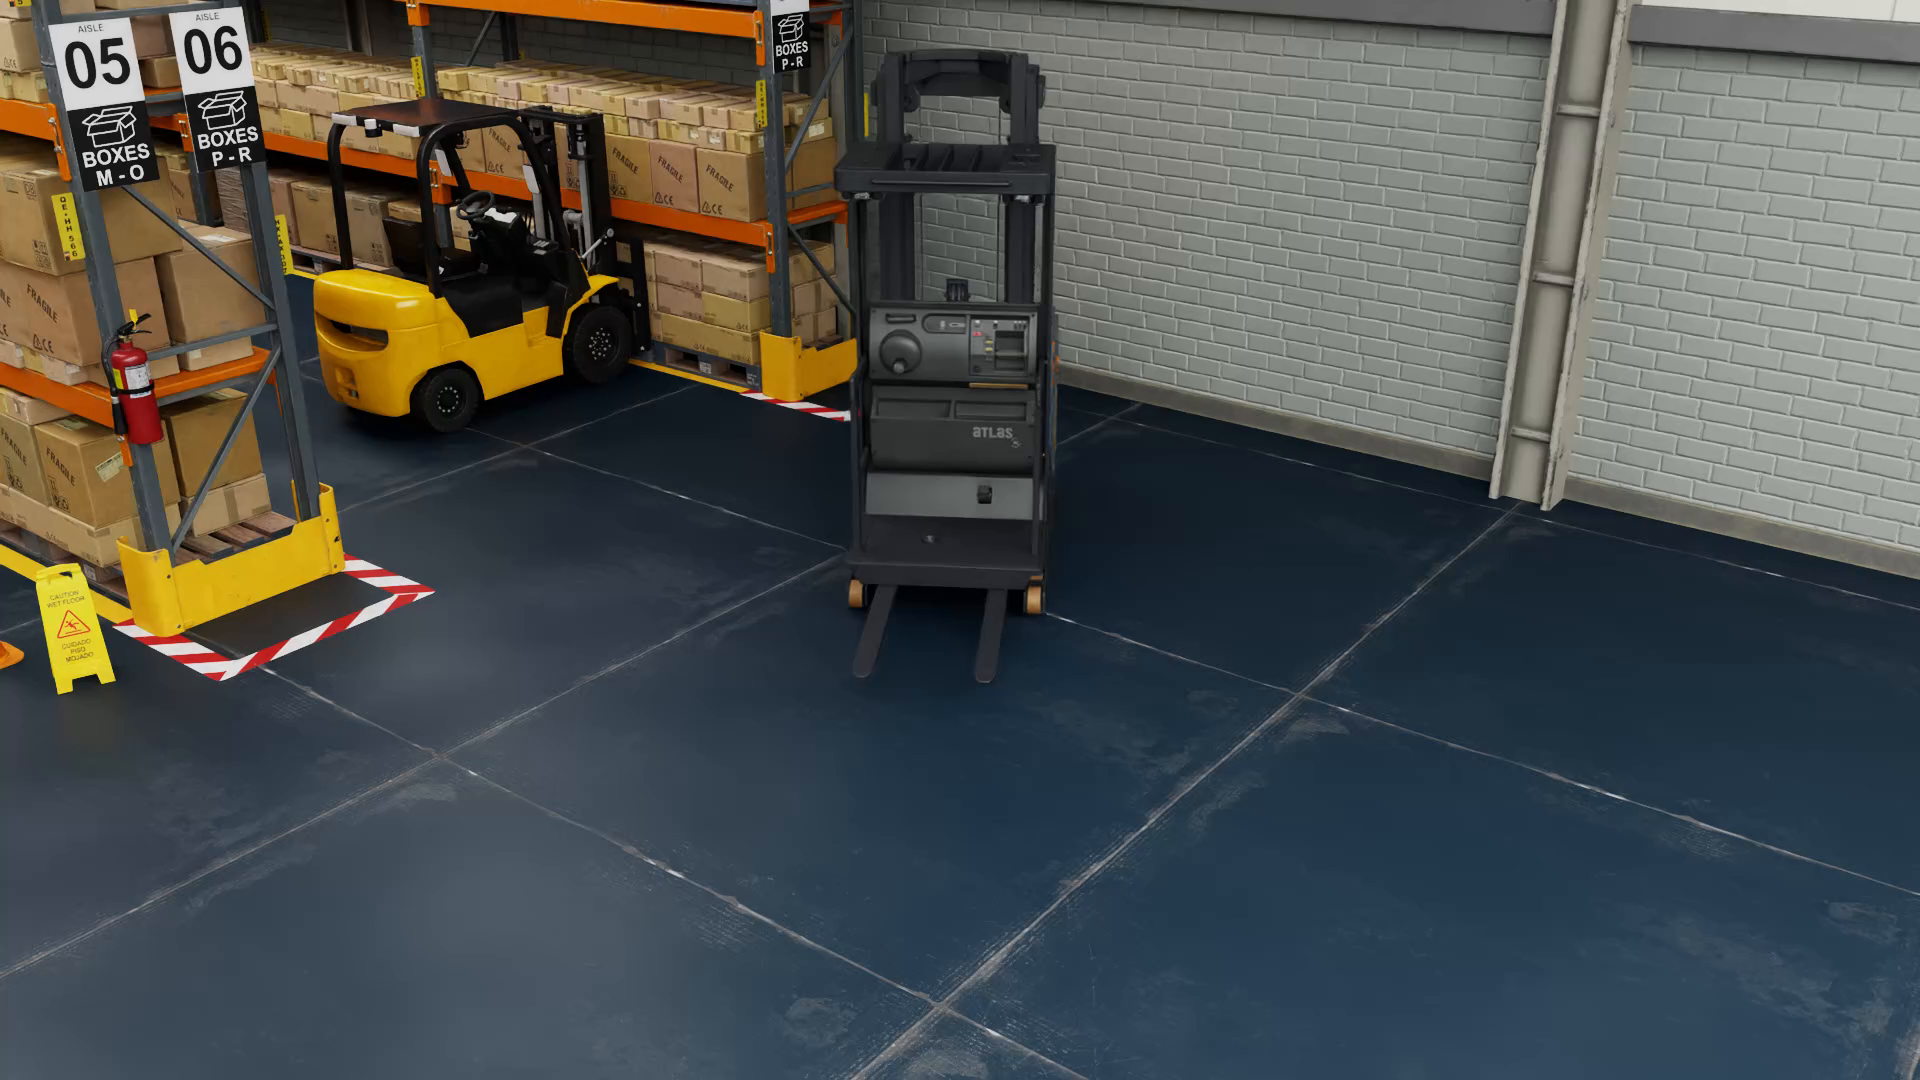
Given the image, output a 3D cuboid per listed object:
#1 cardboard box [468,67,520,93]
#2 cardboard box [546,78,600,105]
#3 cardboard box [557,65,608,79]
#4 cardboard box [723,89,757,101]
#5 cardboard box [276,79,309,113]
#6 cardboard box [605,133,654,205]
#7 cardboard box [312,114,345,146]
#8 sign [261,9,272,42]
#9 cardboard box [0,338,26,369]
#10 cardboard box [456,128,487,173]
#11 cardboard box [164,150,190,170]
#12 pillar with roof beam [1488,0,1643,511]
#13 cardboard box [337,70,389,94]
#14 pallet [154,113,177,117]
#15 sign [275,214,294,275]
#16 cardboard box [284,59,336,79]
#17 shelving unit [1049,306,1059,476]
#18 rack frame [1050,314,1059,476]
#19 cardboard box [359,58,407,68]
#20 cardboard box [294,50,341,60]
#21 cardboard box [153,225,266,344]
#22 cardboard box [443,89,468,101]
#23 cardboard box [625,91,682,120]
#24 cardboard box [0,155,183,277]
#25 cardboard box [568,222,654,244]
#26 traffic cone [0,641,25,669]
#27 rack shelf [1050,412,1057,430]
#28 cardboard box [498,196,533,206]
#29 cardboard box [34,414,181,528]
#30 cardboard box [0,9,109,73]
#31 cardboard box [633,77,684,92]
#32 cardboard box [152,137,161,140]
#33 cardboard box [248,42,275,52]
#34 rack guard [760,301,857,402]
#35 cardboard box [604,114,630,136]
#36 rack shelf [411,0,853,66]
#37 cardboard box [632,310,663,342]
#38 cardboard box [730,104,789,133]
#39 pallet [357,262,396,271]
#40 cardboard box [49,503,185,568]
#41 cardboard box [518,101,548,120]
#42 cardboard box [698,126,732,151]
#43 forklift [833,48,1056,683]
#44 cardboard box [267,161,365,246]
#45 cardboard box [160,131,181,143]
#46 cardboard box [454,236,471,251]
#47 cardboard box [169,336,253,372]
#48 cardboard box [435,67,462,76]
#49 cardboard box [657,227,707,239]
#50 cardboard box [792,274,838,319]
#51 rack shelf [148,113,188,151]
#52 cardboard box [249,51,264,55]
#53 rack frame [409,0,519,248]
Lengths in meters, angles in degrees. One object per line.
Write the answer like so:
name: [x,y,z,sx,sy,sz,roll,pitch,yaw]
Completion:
cardboard box: [-3.926,-3.892,14.065,0.250,0.149,0.380,17,29,34]
cardboard box: [-3.121,-3.634,13.480,0.250,0.149,0.380,17,29,33]
cardboard box: [-3.207,-3.939,14.172,0.250,0.149,0.380,16,28,32]
cardboard box: [-1.626,-3.409,12.970,0.250,0.149,0.380,17,29,34]
cardboard box: [-6.037,-4.186,15.597,0.500,0.250,0.500,17,29,34]
cardboard box: [-2.447,-2.979,13.167,0.500,0.500,0.500,16,29,32]
cardboard box: [-5.622,-3.833,15.414,0.500,0.250,0.500,17,29,34]
sign: [-7.147,-5.291,17.102,0.005,0.325,0.100,17,29,33]
cardboard box: [-5.163,-1.098,9.333,0.250,0.149,0.380,17,29,34]
cardboard box: [-4.078,-3.468,14.277,0.500,0.500,0.500,16,28,32]
cardboard box: [-8.025,-3.964,17.302,0.250,0.149,0.380,15,28,31]
pillar with roof beam: [1.126,-3.011,5.924,0.400,9.000,9.100,17,29,33]
cardboard box: [-5.355,-4.121,14.955,0.250,0.149,0.380,16,28,32]
pallet: [-8.062,-4.635,17.287,1.003,0.211,1.213,17,29,33]
sign: [-3.725,-1.616,9.123,0.005,0.325,0.100,17,29,33]
cardboard box: [-6.094,-4.411,15.614,0.250,0.149,0.380,17,29,33]
shelving unit: [0.498,-0.911,10.829,0.258,1.200,0.189,-1,24,-3]
rack frame: [0.503,-0.874,10.746,0.240,1.200,0.006,-1,24,-3]
cardboard box: [-5.418,-4.436,15.670,0.250,0.149,0.380,17,29,33]
cardboard box: [-6.248,-4.676,16.214,0.250,0.149,0.380,17,29,33]
cardboard box: [-4.263,-1.430,9.283,0.500,0.500,0.500,16,29,33]
cardboard box: [-4.180,-3.795,14.214,0.250,0.149,0.380,16,29,32]
cardboard box: [-2.360,-3.360,12.858,0.250,0.149,0.380,18,29,35]
cardboard box: [-4.590,-1.737,8.739,0.500,0.500,0.700,16,28,32]
cardboard box: [-2.855,-2.414,13.659,0.500,0.250,0.500,16,28,32]
traffic cone: [-5.168,0.429,8.703,0.334,0.463,0.336,17,29,33]
rack shelf: [0.498,-0.760,10.895,0.258,0.103,0.180,-1,24,-3]
cardboard box: [-3.767,-2.949,14.872,0.500,0.250,0.500,17,29,34]
cardboard box: [-4.848,-0.431,9.468,0.500,0.500,0.500,17,29,34]
cardboard box: [-4.621,-2.521,8.349,0.500,0.250,0.500,16,29,33]
cardboard box: [-2.437,-3.659,13.537,0.250,0.149,0.380,17,29,34]
cardboard box: [-8.830,-4.237,17.920,0.250,0.149,0.380,16,29,33]
cardboard box: [-7.096,-4.911,16.746,0.250,0.149,0.380,18,29,35]
rack guard: [-1.057,-1.497,13.028,0.348,0.500,1.175,17,29,33]
cardboard box: [-2.563,-3.285,13.057,0.250,0.149,0.380,17,29,34]
rack shelf: [-2.677,-4.174,13.175,4.000,0.370,1.077,17,29,33]
cardboard box: [-2.429,-1.840,13.594,0.500,0.250,0.500,17,29,34]
cardboard box: [-1.489,-3.144,12.368,0.250,0.149,0.380,17,29,33]
pallet: [-4.890,-2.504,15.670,1.213,0.211,1.003,17,29,33]
cardboard box: [-4.878,-0.093,9.630,0.500,0.250,0.500,17,29,33]
cardboard box: [-3.384,-3.531,13.616,0.250,0.149,0.380,16,29,33]
cardboard box: [-1.744,-3.035,12.490,0.250,0.149,0.380,17,29,34]
forklift: [-0.055,-1.063,9.027,1.130,2.935,3.031,2,24,5]
cardboard box: [-6.459,-3.376,16.617,0.625,0.625,0.875,18,29,35]
cardboard box: [-8.552,-4.404,18.299,0.250,0.149,0.380,16,28,32]
cardboard box: [-4.075,-2.560,14.610,0.500,0.250,0.500,17,29,33]
cardboard box: [-4.198,-1.078,9.289,0.250,0.149,0.380,17,29,33]
cardboard box: [-4.613,-4.193,15.117,0.250,0.149,0.380,16,28,32]
cardboard box: [-2.143,-2.460,13.761,0.500,0.250,0.500,17,29,33]
cardboard box: [-1.328,-1.990,13.316,0.500,0.250,0.500,17,29,34]
rack shelf: [-9.078,-4.736,18.170,4.000,0.370,1.077,17,29,33]
cardboard box: [-6.964,-4.634,16.118,0.250,0.149,0.380,18,29,35]
rack frame: [-4.277,-3.614,14.732,0.127,3.000,1.000,17,29,33]
